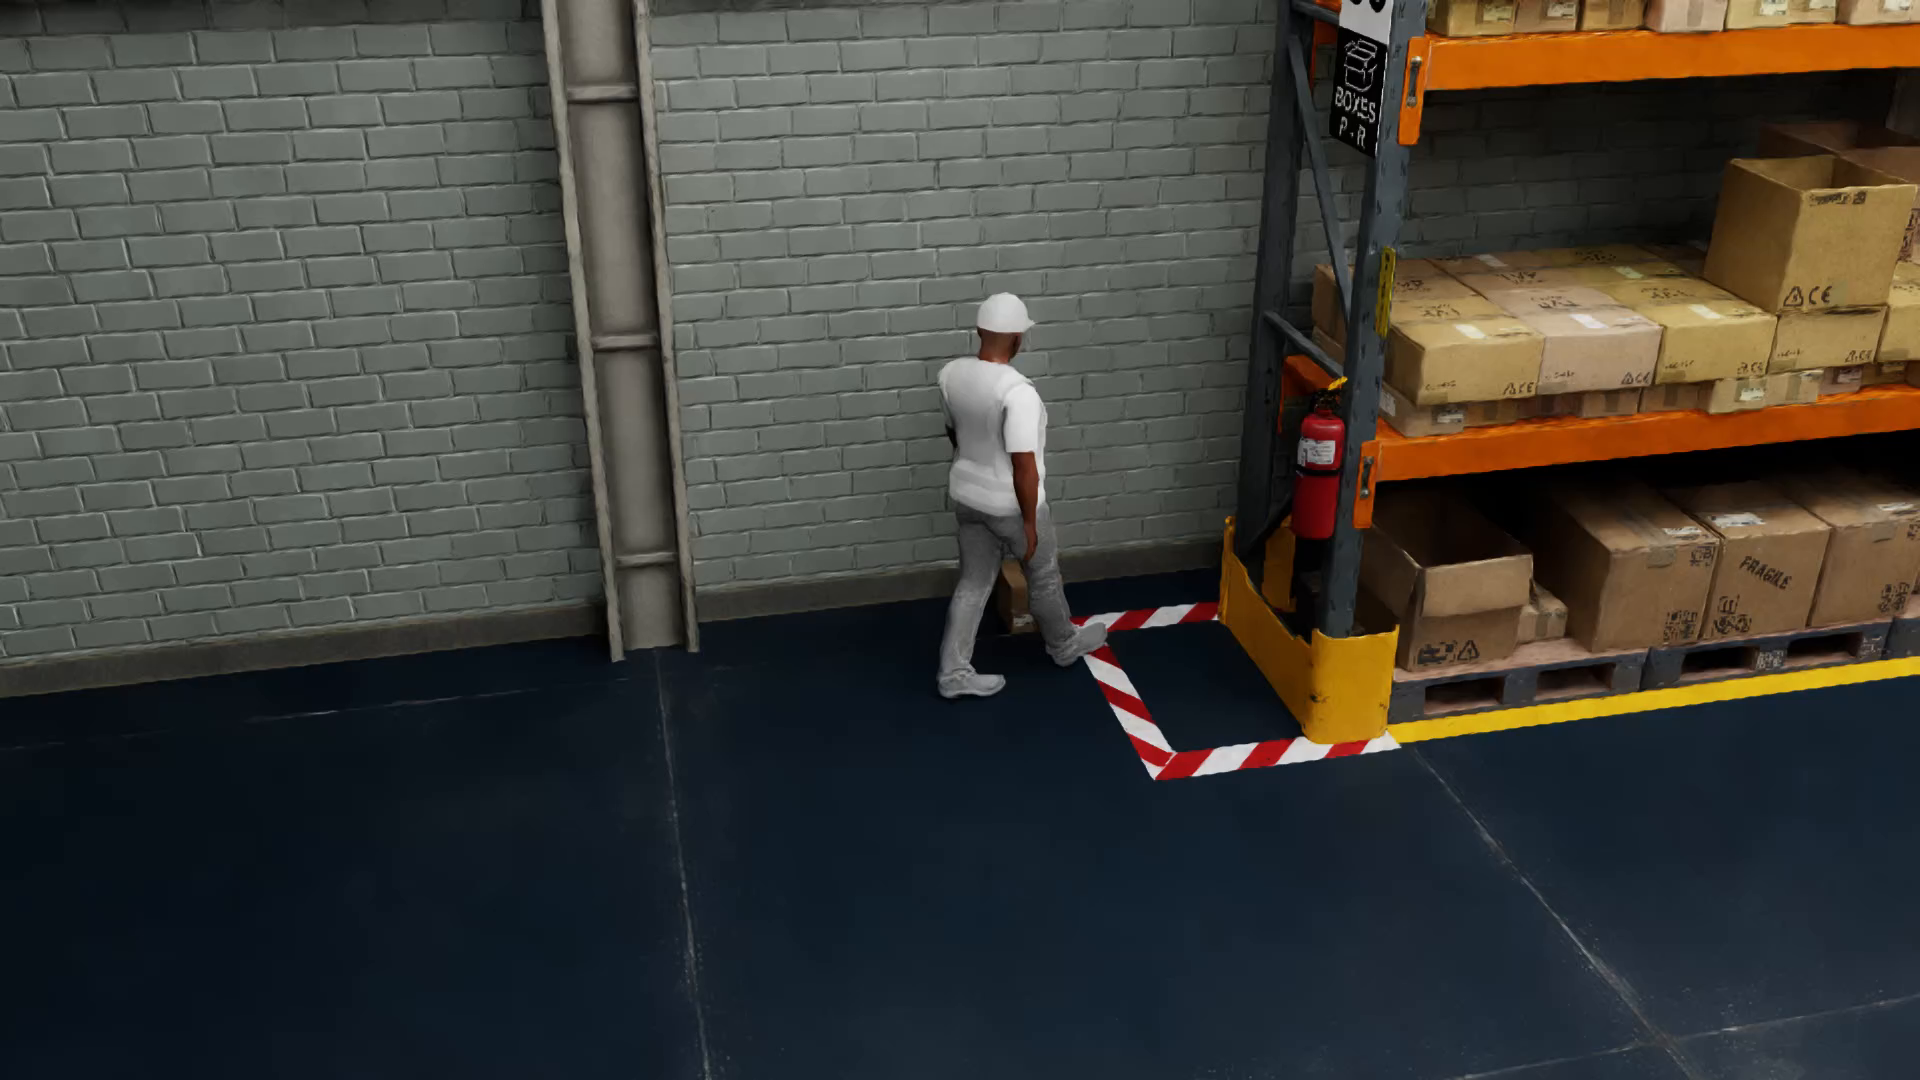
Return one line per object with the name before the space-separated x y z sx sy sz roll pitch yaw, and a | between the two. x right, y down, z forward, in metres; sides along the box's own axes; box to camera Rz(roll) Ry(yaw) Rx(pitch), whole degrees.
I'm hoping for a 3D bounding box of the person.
person | 0.171 -0.200 6.954 0.603 1.637 0.692 24 35 39
